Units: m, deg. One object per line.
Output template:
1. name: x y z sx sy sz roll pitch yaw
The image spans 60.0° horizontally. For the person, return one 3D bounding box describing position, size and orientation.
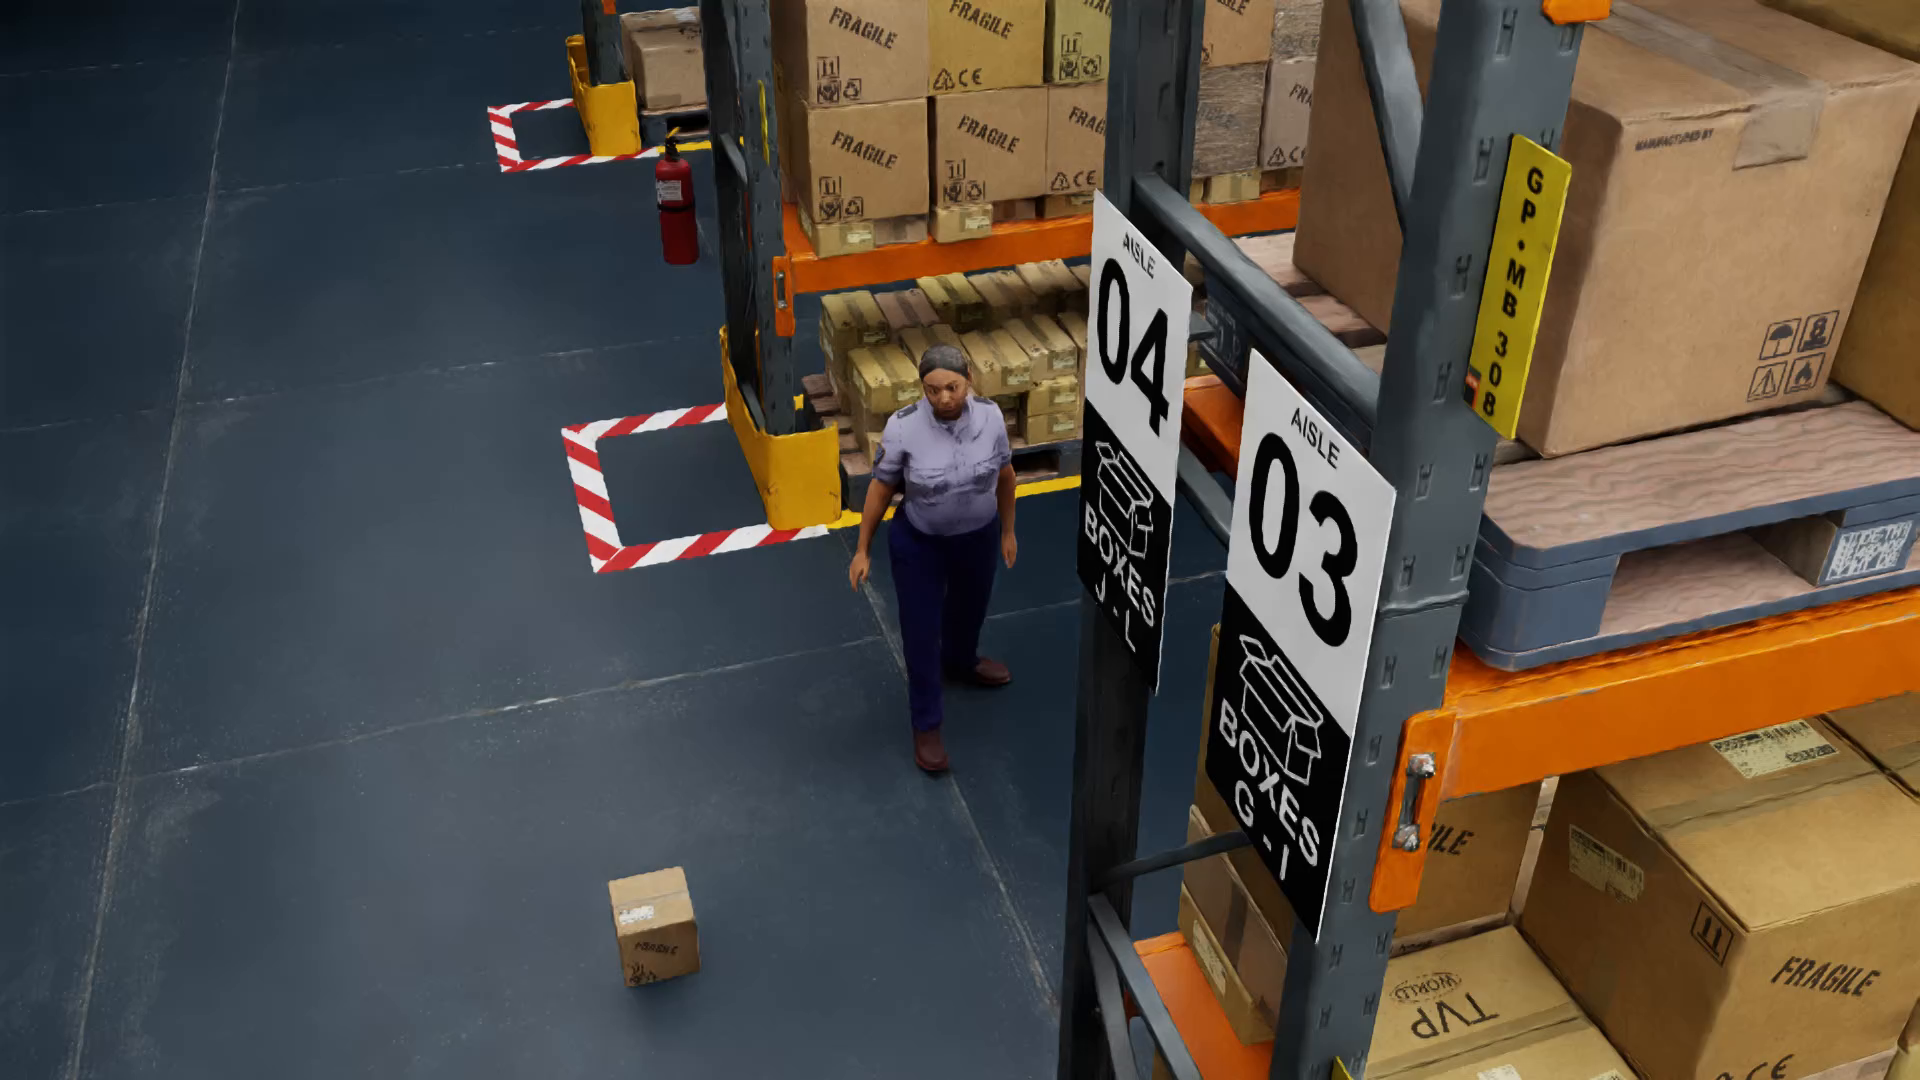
1. person: -0.069 0.023 6.107 0.700 1.634 0.609 -13 36 -19
